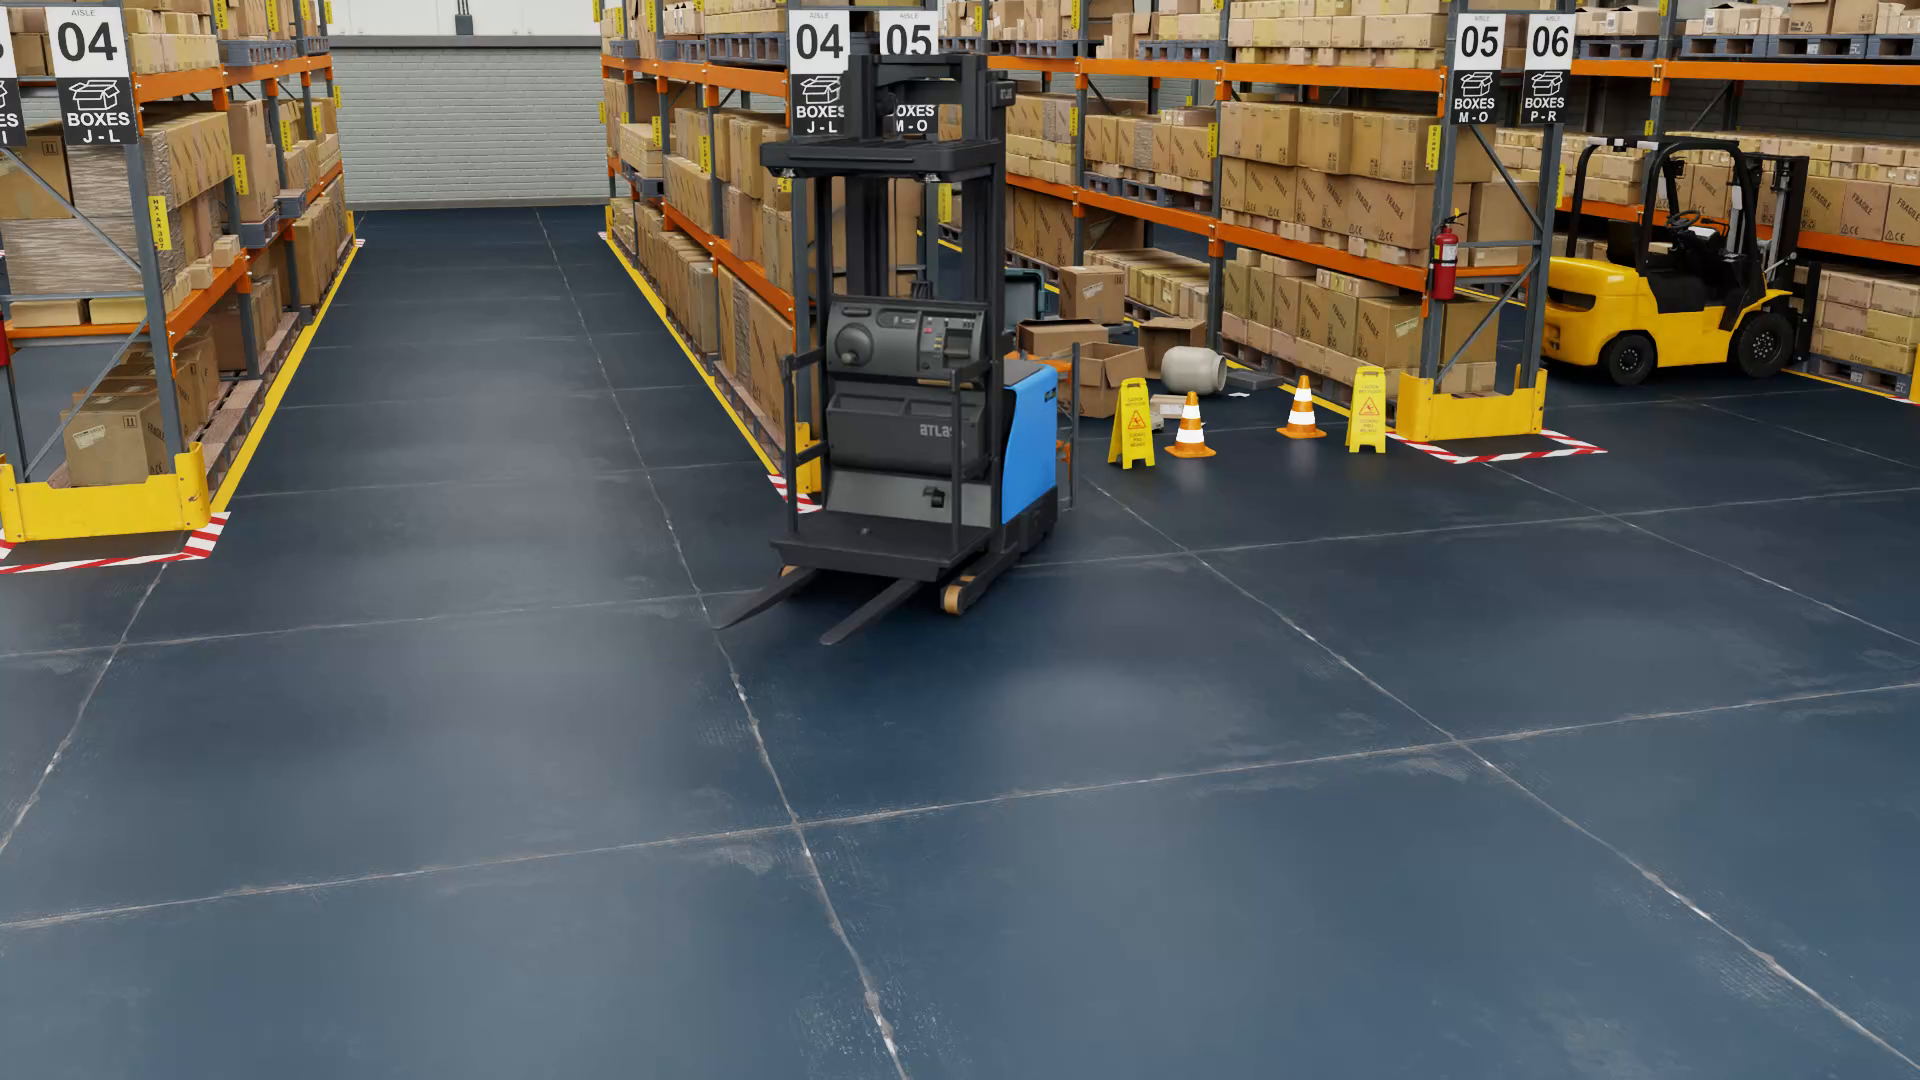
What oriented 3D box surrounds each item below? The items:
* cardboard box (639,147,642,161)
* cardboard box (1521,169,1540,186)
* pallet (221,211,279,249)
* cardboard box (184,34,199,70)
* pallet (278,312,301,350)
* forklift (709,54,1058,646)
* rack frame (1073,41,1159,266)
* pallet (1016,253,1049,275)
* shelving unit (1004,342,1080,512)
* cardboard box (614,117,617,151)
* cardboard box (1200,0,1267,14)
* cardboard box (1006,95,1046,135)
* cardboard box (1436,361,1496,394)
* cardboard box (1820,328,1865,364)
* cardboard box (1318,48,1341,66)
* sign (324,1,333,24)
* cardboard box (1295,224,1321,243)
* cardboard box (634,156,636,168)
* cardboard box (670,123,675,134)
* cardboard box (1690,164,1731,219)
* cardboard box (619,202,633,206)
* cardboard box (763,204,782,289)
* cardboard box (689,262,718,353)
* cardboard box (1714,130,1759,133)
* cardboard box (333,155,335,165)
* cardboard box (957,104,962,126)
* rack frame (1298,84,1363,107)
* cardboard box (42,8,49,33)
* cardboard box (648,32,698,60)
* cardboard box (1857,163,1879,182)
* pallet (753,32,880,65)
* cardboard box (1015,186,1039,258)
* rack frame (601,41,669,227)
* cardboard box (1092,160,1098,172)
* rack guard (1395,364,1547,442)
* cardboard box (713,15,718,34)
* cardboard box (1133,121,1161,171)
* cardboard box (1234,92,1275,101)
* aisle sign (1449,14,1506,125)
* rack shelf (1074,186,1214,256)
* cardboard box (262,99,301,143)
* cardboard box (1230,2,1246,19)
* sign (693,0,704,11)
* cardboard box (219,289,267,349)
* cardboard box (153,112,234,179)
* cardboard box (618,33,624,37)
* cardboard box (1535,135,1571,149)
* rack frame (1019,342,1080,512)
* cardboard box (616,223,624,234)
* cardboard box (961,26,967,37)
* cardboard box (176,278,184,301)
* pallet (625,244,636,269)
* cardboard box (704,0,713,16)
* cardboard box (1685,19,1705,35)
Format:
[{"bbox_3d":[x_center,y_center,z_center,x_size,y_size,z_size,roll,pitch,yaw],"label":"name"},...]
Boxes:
[{"bbox_3d":[-3.566,-4.536,19.529,0.380,0.149,0.250,-4,17,-14],"label":"cardboard box"},{"bbox_3d":[6.970,-4.240,19.614,0.500,0.250,0.500,-4,17,-13],"label":"cardboard box"},{"bbox_3d":[-6.610,-2.727,14.648,1.003,0.211,1.213,-5,17,-15],"label":"pallet"},{"bbox_3d":[-5.885,-3.569,12.166,0.500,0.250,0.500,-5,17,-16],"label":"cardboard box"},{"bbox_3d":[-7.426,-2.150,17.243,1.003,0.211,1.213,-5,17,-15],"label":"pallet"},{"bbox_3d":[-0.385,-1.128,9.112,1.130,2.935,3.031,6,18,20],"label":"forklift"},{"bbox_3d":[1.889,-4.485,20.170,1.000,3.000,0.127,-5,17,-15],"label":"rack frame"},{"bbox_3d":[1.414,-3.711,22.439,1.003,0.211,1.213,-5,17,-15],"label":"pallet"},{"bbox_3d":[0.261,-0.820,11.227,0.538,1.125,1.048,-13,21,-37],"label":"shelving unit"},{"bbox_3d":[-4.743,-5.900,24.190,0.500,0.500,0.500,-5,17,-17],"label":"cardboard box"},{"bbox_3d":[2.707,-5.335,16.445,0.500,0.250,0.500,-4,17,-14],"label":"cardboard box"},{"bbox_3d":[0.936,-5.697,22.291,0.500,0.500,0.500,-5,17,-17],"label":"cardboard box"},{"bbox_3d":[4.132,-1.402,13.954,0.500,0.250,0.500,-5,17,-16],"label":"cardboard box"},{"bbox_3d":[8.299,-1.794,15.259,0.500,0.250,0.500,-5,17,-15],"label":"cardboard box"},{"bbox_3d":[3.256,-4.087,14.066,0.380,0.149,0.250,-5,17,-16],"label":"cardboard box"},{"bbox_3d":[-9.312,-7.777,24.511,0.100,0.325,0.005,-5,17,-15],"label":"sign"},{"bbox_3d":[3.206,-2.724,14.744,0.380,0.149,0.250,-5,17,-15],"label":"cardboard box"},{"bbox_3d":[-3.767,-4.602,20.266,0.380,0.149,0.250,-4,17,-14],"label":"cardboard box"},{"bbox_3d":[-3.644,-5.443,22.030,0.380,0.149,0.250,-4,17,-13],"label":"cardboard box"},{"bbox_3d":[7.790,-3.534,16.830,0.500,0.500,0.500,-4,17,-14],"label":"cardboard box"},{"bbox_3d":[-4.938,-5.019,25.139,0.380,0.149,0.250,-6,18,-18],"label":"cardboard box"},{"bbox_3d":[-0.961,-2.175,12.217,0.875,0.550,0.550,-5,17,-15],"label":"cardboard box"},{"bbox_3d":[-2.000,-2.248,15.902,1.050,0.750,0.750,-5,17,-16],"label":"cardboard box"},{"bbox_3d":[8.138,-4.209,17.432,0.380,0.149,0.250,-5,17,-15],"label":"cardboard box"},{"bbox_3d":[-9.069,-5.368,23.545,0.380,0.149,0.250,-5,17,-15],"label":"cardboard box"},{"bbox_3d":[0.263,-6.368,24.527,0.500,0.500,0.500,-5,17,-16],"label":"cardboard box"},{"bbox_3d":[5.562,-5.985,25.164,1.000,3.000,0.127,-5,17,-15],"label":"rack frame"},{"bbox_3d":[-5.294,-3.139,10.042,0.380,0.149,0.250,-5,17,-16],"label":"cardboard box"},{"bbox_3d":[-3.244,-5.688,18.788,0.500,0.500,0.500,-5,17,-15],"label":"cardboard box"},{"bbox_3d":[8.326,-3.313,14.965,0.380,0.149,0.250,-5,17,-16],"label":"cardboard box"},{"bbox_3d":[-0.858,-3.452,11.669,1.003,0.211,1.213,-5,17,-15],"label":"pallet"},{"bbox_3d":[1.293,-4.361,22.719,0.875,0.875,0.875,-4,17,-14],"label":"cardboard box"},{"bbox_3d":[-5.041,-6.279,26.141,1.000,3.000,0.127,-5,17,-15],"label":"rack frame"},{"bbox_3d":[1.800,-4.462,19.798,0.380,0.149,0.250,-6,18,-18],"label":"cardboard box"},{"bbox_3d":[4.067,-1.096,13.233,1.175,0.500,0.348,-5,17,-15],"label":"rack guard"},{"bbox_3d":[-1.830,-4.257,13.728,0.380,0.149,0.250,-5,17,-15],"label":"cardboard box"},{"bbox_3d":[2.223,-4.305,18.150,0.500,0.500,0.500,-5,18,-17],"label":"cardboard box"},{"bbox_3d":[4.741,-6.960,26.848,0.500,0.500,0.500,-4,17,-14],"label":"cardboard box"},{"bbox_3d":[3.826,-3.478,12.296,0.394,0.787,0.004,-5,17,-15],"label":"aisle sign"},{"bbox_3d":[2.439,-3.588,18.432,1.077,0.370,4.000,-5,17,-15],"label":"rack shelf"},{"bbox_3d":[-8.555,-5.161,20.501,0.797,0.503,0.637,-5,17,-17],"label":"cardboard box"},{"bbox_3d":[2.761,-4.964,15.601,0.380,0.149,0.250,-5,17,-16],"label":"cardboard box"},{"bbox_3d":[-2.262,-4.749,14.388,0.100,0.325,0.005,-5,17,-15],"label":"sign"},{"bbox_3d":[-6.955,-2.069,15.705,0.700,0.500,0.500,-6,18,-20],"label":"cardboard box"},{"bbox_3d":[-6.152,-3.162,13.336,0.500,0.500,0.500,-5,17,-15],"label":"cardboard box"},{"bbox_3d":[-4.313,-6.884,22.334,0.500,0.250,0.500,-6,18,-18],"label":"cardboard box"},{"bbox_3d":[6.926,-4.626,19.338,0.380,0.149,0.250,-5,17,-17],"label":"cardboard box"},{"bbox_3d":[0.579,-0.706,10.847,0.500,1.125,0.032,-13,21,-37],"label":"rack frame"},{"bbox_3d":[-5.014,-4.731,25.214,0.380,0.149,0.250,-4,17,-15],"label":"cardboard box"},{"bbox_3d":[0.234,-7.382,24.131,0.380,0.149,0.250,-4,17,-14],"label":"cardboard box"},{"bbox_3d":[-5.483,-1.675,11.251,0.380,0.149,0.250,-5,17,-15],"label":"cardboard box"},{"bbox_3d":[-4.160,-4.020,23.468,1.003,0.211,1.213,-5,17,-15],"label":"pallet"},{"bbox_3d":[-1.878,-4.559,14.040,0.500,0.250,0.500,-5,17,-15],"label":"cardboard box"},{"bbox_3d":[7.592,-5.190,16.834,0.380,0.149,0.250,-4,17,-14],"label":"cardboard box"}]
